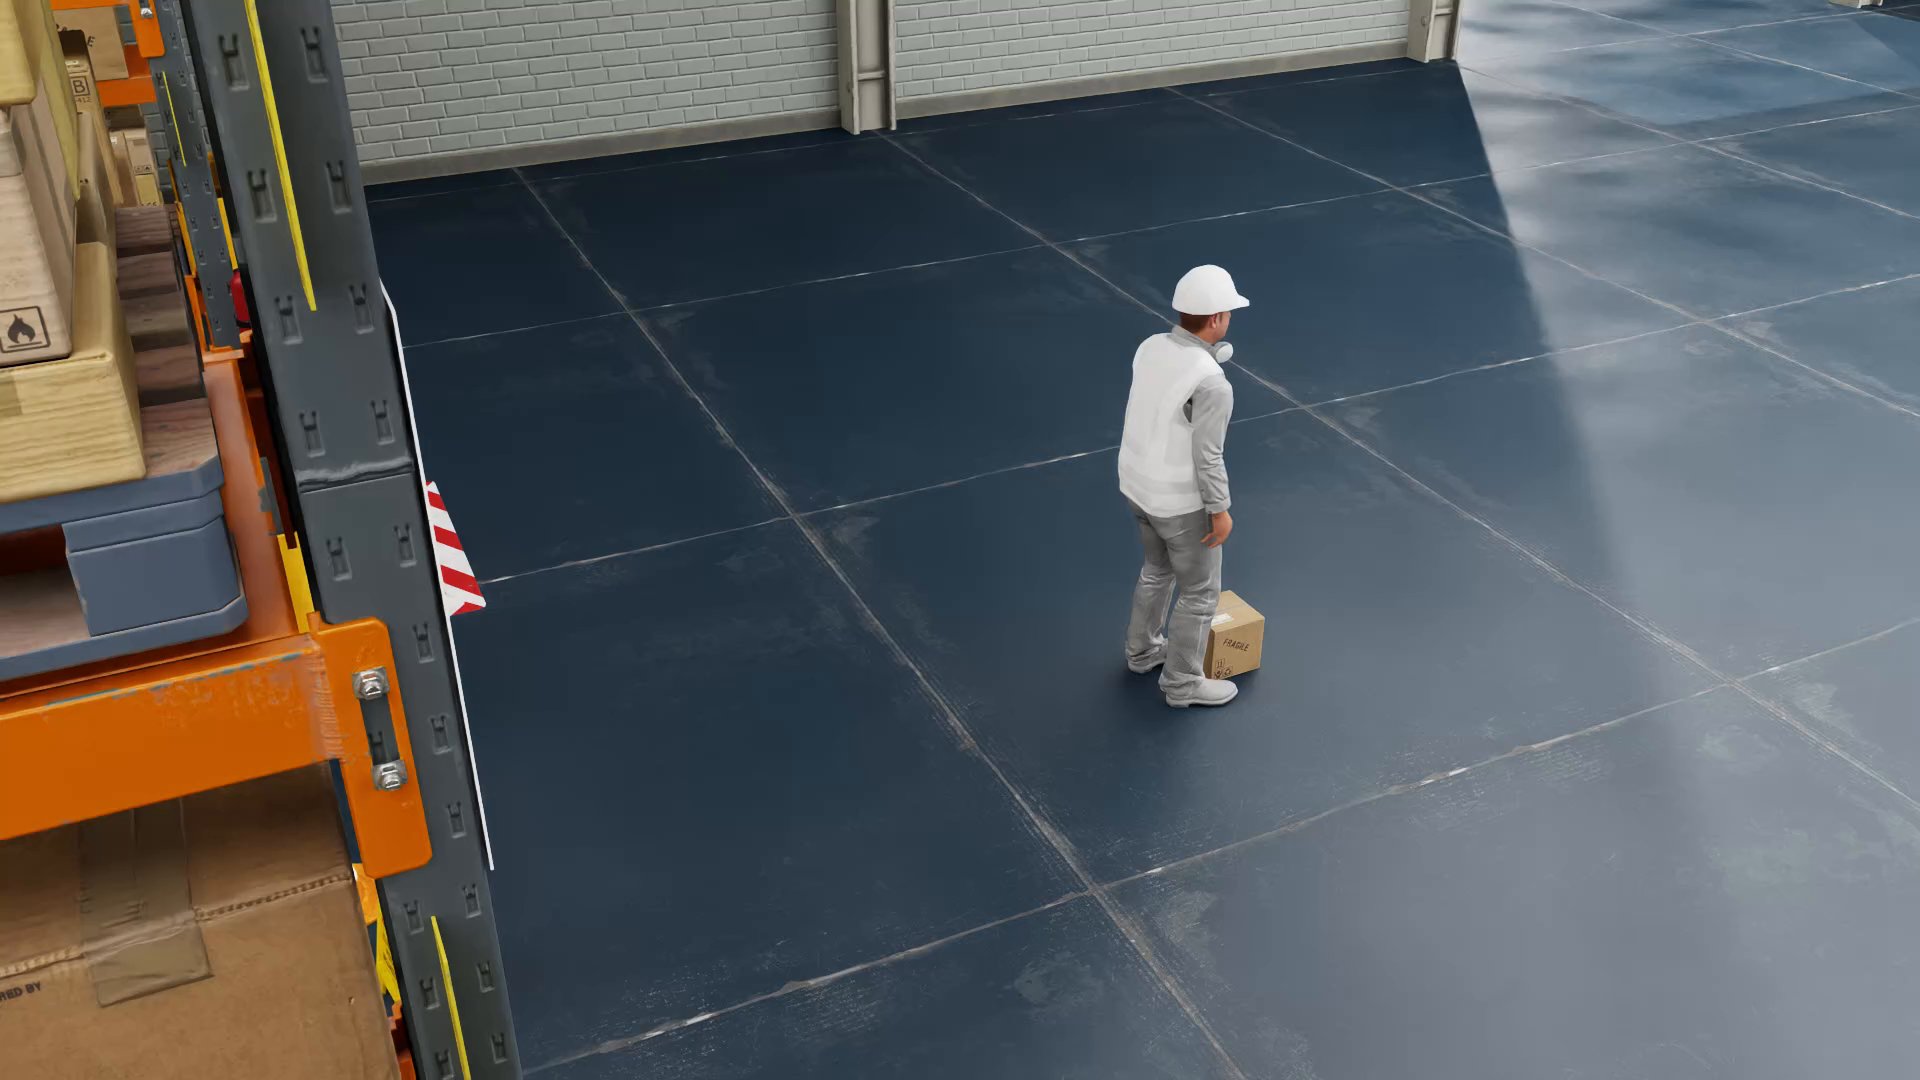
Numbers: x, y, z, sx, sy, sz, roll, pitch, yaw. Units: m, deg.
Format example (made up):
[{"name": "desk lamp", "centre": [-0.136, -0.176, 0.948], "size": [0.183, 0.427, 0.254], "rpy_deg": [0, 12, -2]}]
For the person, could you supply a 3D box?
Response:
[{"name": "person", "centre": [0.858, -0.202, 6.462], "size": [0.464, 1.771, 0.580], "rpy_deg": [-13, 32, -22]}]
